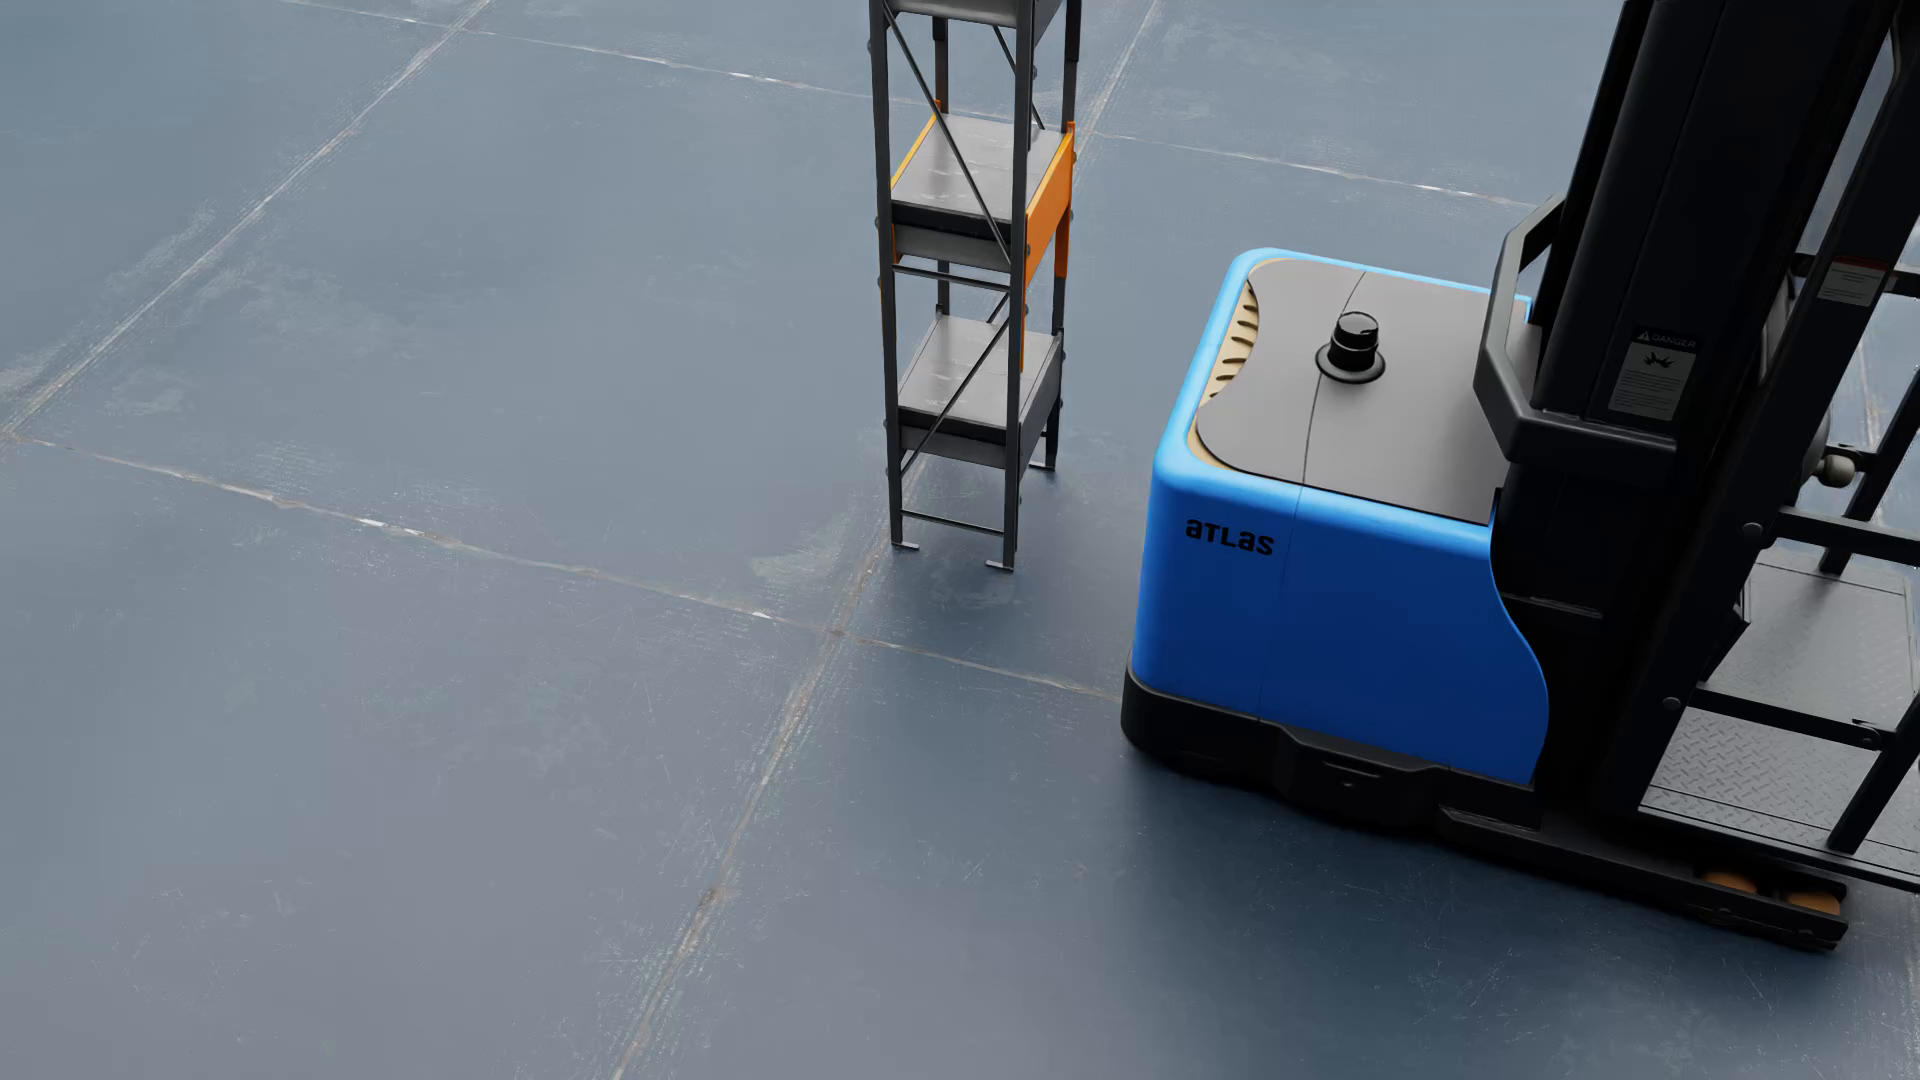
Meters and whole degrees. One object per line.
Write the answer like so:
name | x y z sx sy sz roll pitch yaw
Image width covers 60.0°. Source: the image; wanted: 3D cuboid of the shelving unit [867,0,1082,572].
shelving unit | 0.050 -0.861 4.628 0.431 2.100 0.503 13 46 12

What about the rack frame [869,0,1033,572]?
rack frame | -0.024 -0.698 4.462 0.400 2.100 0.015 13 46 12

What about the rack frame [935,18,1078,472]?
rack frame | 0.124 -1.023 4.795 0.400 2.100 0.015 13 46 12

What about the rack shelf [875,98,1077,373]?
rack shelf | 0.050 -0.851 4.638 0.431 0.518 0.480 13 46 12

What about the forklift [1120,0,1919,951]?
forklift | 2.021 -0.441 3.605 3.031 2.935 1.130 14 46 14

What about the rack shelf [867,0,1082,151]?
rack shelf | 0.050 -1.351 4.148 0.431 0.518 0.480 13 46 12

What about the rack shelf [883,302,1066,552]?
rack shelf | 0.050 -0.351 5.128 0.431 0.518 0.480 13 46 12
